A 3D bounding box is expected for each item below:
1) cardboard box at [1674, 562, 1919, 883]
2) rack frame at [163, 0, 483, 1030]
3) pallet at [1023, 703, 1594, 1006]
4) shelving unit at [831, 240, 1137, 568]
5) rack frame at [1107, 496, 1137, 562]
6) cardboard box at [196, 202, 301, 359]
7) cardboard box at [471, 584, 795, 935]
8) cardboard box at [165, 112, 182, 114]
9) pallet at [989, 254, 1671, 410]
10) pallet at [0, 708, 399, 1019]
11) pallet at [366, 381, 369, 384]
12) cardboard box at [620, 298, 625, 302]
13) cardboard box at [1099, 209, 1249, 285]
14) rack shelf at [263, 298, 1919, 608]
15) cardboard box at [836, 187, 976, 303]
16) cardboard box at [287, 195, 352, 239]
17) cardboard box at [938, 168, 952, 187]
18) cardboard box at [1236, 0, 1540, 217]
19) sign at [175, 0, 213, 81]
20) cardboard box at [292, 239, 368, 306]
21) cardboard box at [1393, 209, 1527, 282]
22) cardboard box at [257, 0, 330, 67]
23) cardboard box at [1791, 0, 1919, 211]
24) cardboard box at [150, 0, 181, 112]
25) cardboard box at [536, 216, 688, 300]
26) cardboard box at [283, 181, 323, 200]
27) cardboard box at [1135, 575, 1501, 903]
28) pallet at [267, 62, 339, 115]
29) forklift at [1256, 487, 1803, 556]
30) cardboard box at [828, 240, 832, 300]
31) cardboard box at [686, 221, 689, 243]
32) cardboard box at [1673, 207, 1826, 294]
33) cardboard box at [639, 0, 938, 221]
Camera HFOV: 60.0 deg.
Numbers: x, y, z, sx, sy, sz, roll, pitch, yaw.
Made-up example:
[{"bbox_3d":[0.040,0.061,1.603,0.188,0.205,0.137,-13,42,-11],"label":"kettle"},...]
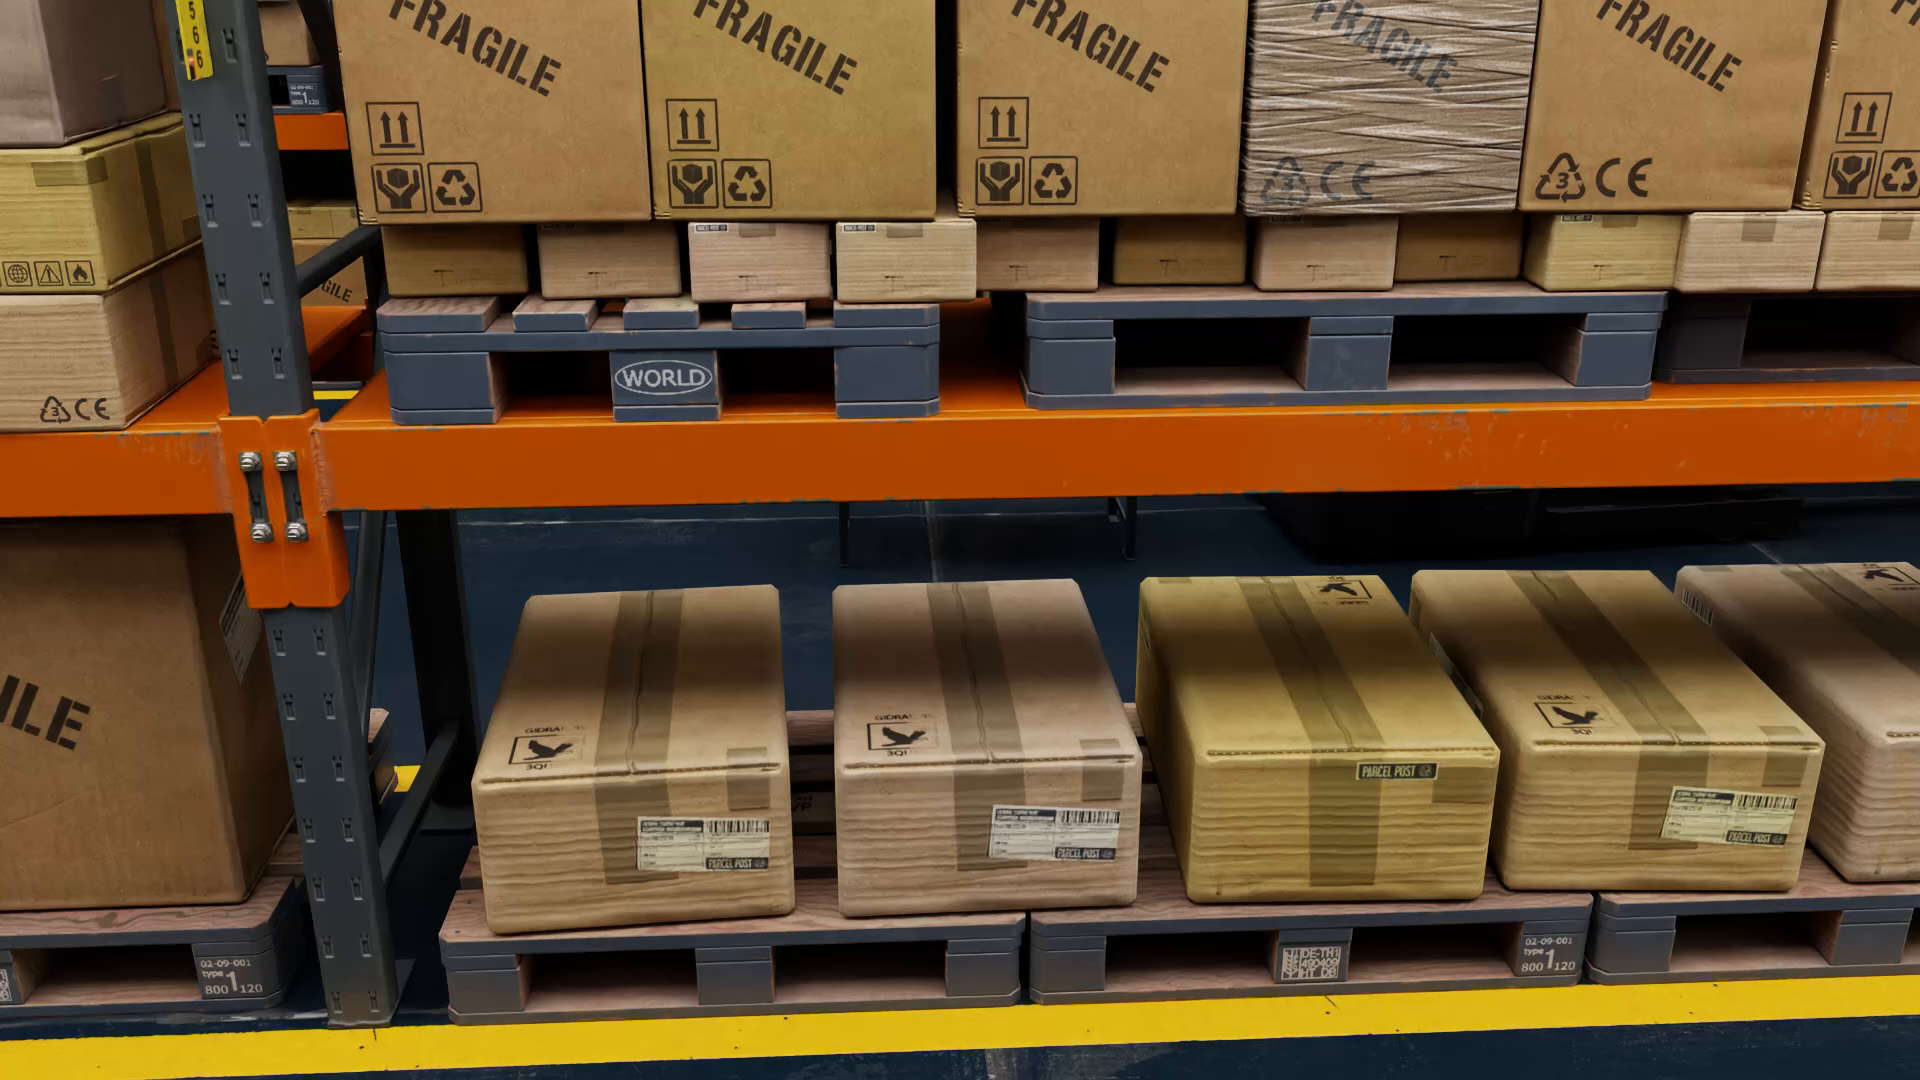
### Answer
[{"bbox_3d":[2.194,0.399,3.961,0.625,0.372,0.950,-1,21,-2],"label":"cardboard box"},{"bbox_3d":[-1.276,-0.564,3.385,0.127,3.000,1.000,-1,21,-3],"label":"rack frame"},{"bbox_3d":[0.719,0.701,3.984,1.213,0.211,1.003,-1,21,-3],"label":"pallet"},{"bbox_3d":[0.085,-0.703,5.859,1.048,1.500,0.538,-1,21,-3],"label":"shelving unit"},{"bbox_3d":[0.593,-0.713,5.886,0.032,1.500,0.500,-1,21,-3],"label":"rack frame"},{"bbox_3d":[-1.779,-0.573,3.621,0.500,0.250,0.500,-2,21,-4],"label":"cardboard box"},{"bbox_3d":[-0.711,0.460,3.799,0.625,0.372,0.950,-3,21,-7],"label":"cardboard box"},{"bbox_3d":[-1.796,-0.805,3.527,0.500,0.250,0.500,-1,21,-3],"label":"cardboard box"},{"bbox_3d":[0.698,-0.529,3.563,1.213,0.211,1.003,-1,21,-3],"label":"pallet"},{"bbox_3d":[-2.067,0.729,3.910,1.213,0.211,1.003,-1,21,-3],"label":"pallet"},{"bbox_3d":[-2.311,-1.022,8.508,1.213,0.211,1.003,-1,21,-3],"label":"pallet"},{"bbox_3d":[-2.000,-1.446,8.626,0.500,0.500,0.500,0,21,-1],"label":"cardboard box"},{"bbox_3d":[0.411,-0.616,3.287,0.250,0.149,0.380,0,21,-1],"label":"cardboard box"},{"bbox_3d":[0.721,-0.268,3.620,4.000,0.370,1.077,-1,21,-3],"label":"rack shelf"},{"bbox_3d":[-0.105,-0.564,3.150,0.250,0.149,0.380,-1,21,-3],"label":"cardboard box"},{"bbox_3d":[-3.093,-1.557,8.007,0.250,0.149,0.380,-1,21,-4],"label":"cardboard box"},{"bbox_3d":[0.076,-0.798,3.763,0.250,0.149,0.380,-1,21,-2],"label":"cardboard box"},{"bbox_3d":[0.736,-0.906,3.136,0.500,0.500,0.500,-2,21,-5],"label":"cardboard box"},{"bbox_3d":[-1.241,-0.908,2.662,0.005,0.325,0.100,-1,21,-3],"label":"sign"},{"bbox_3d":[-2.996,-1.252,8.116,0.500,0.500,0.500,0,21,-1],"label":"cardboard box"},{"bbox_3d":[0.931,-0.631,3.325,0.250,0.149,0.380,-2,21,-5],"label":"cardboard box"},{"bbox_3d":[-3.182,-2.472,7.664,0.637,0.503,0.797,-2,21,-4],"label":"cardboard box"},{"bbox_3d":[1.774,-0.925,3.187,0.500,0.500,0.500,-1,21,-3],"label":"cardboard box"},{"bbox_3d":[-1.782,-1.154,3.392,0.500,0.500,0.500,-2,21,-5],"label":"cardboard box"},{"bbox_3d":[-0.657,-0.577,3.183,0.250,0.149,0.380,-2,21,-6],"label":"cardboard box"},{"bbox_3d":[-3.389,-1.713,8.415,0.250,0.149,0.380,-1,21,-3],"label":"cardboard box"},{"bbox_3d":[0.782,0.429,3.881,0.625,0.372,0.950,0,21,-1],"label":"cardboard box"},{"bbox_3d":[-3.504,-2.196,7.943,1.213,0.211,1.003,-1,21,-3],"label":"pallet"},{"bbox_3d":[2.639,-1.548,6.067,3.031,2.935,1.130,-3,21,-9],"label":"forklift"},{"bbox_3d":[-0.940,-1.421,8.385,0.625,0.625,0.875,-1,21,-1],"label":"cardboard box"},{"bbox_3d":[-0.699,-0.764,3.674,0.250,0.149,0.380,-1,21,-2],"label":"cardboard box"},{"bbox_3d":[1.446,-0.592,3.222,0.250,0.149,0.380,-1,21,-3],"label":"cardboard box"},{"bbox_3d":[-0.294,-0.886,3.083,0.500,0.500,0.500,0,21,0],"label":"cardboard box"}]
